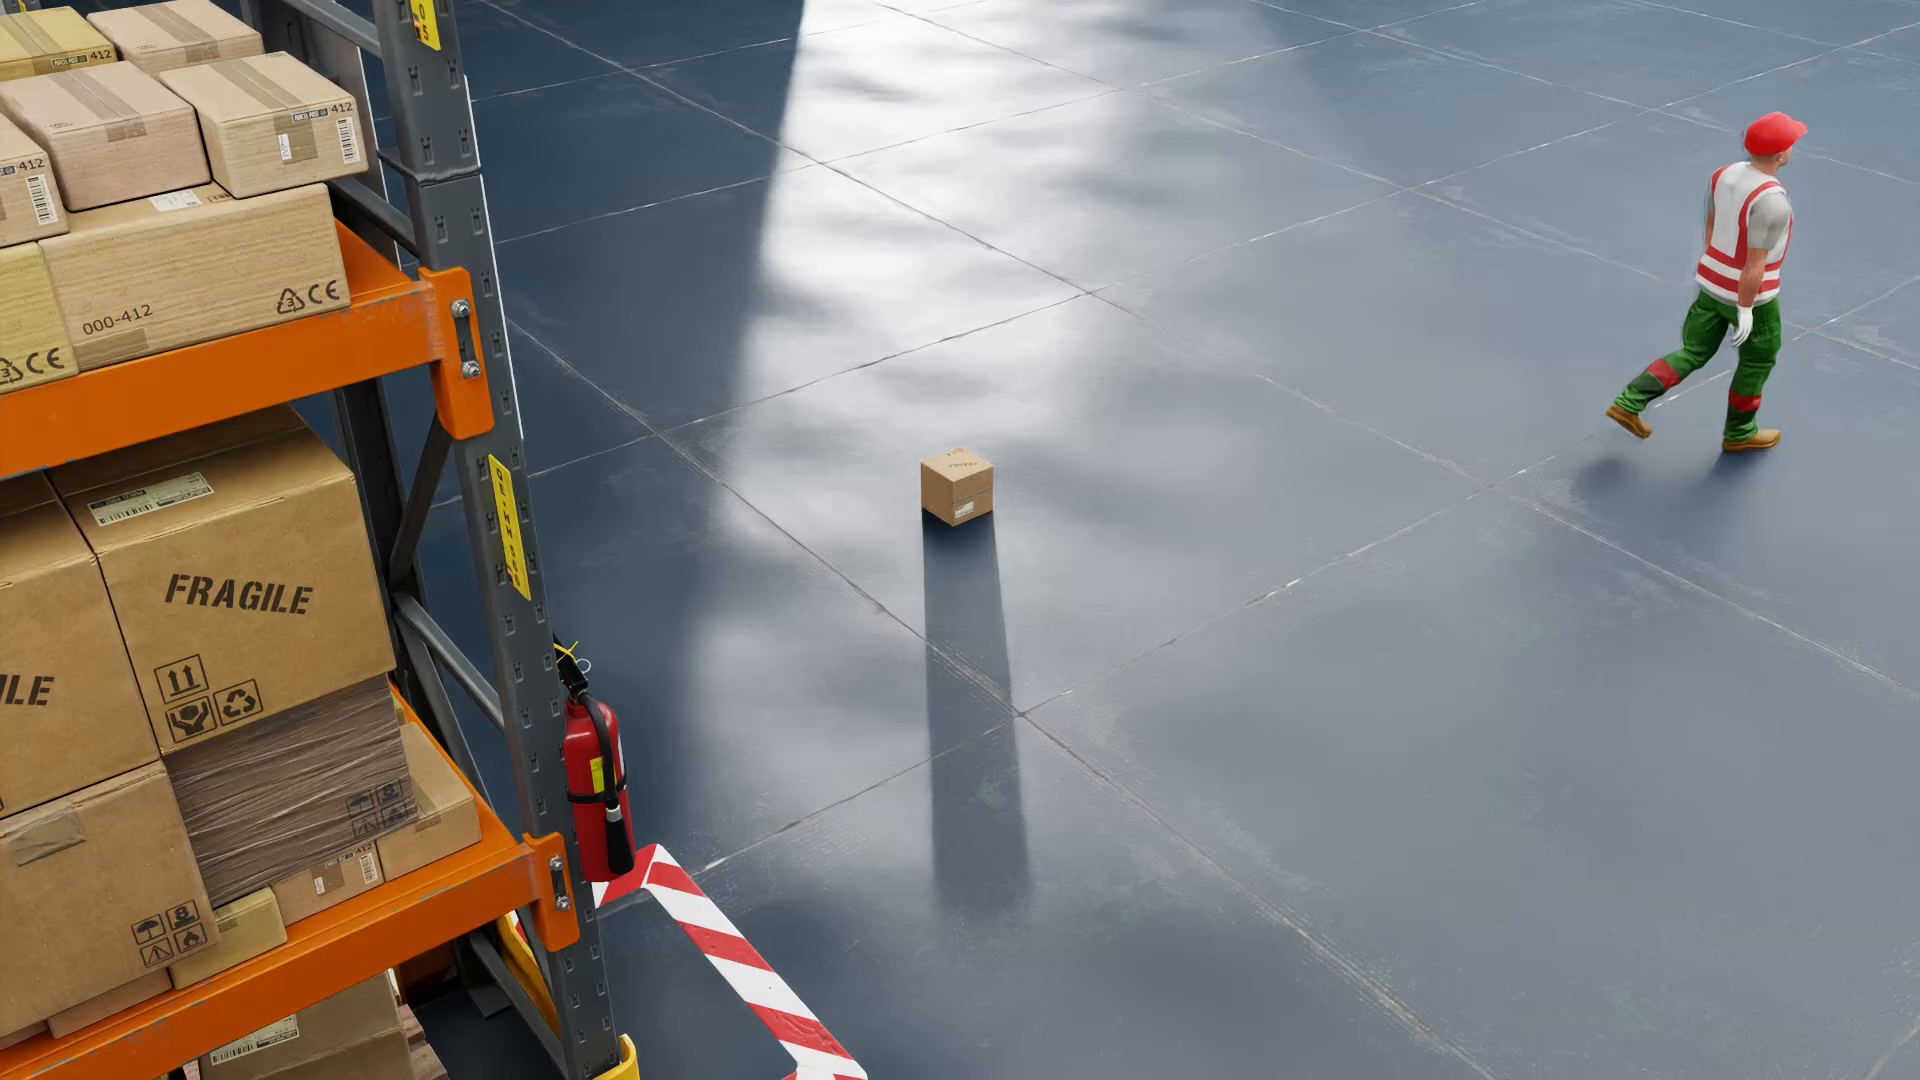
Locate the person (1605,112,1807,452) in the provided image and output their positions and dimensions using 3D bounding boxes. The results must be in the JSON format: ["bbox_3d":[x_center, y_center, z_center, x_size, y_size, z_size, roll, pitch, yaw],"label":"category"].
[{"bbox_3d":[3.727,-1.224,8.078,0.945,1.760,0.573,-8,33,-12],"label":"person"}]
